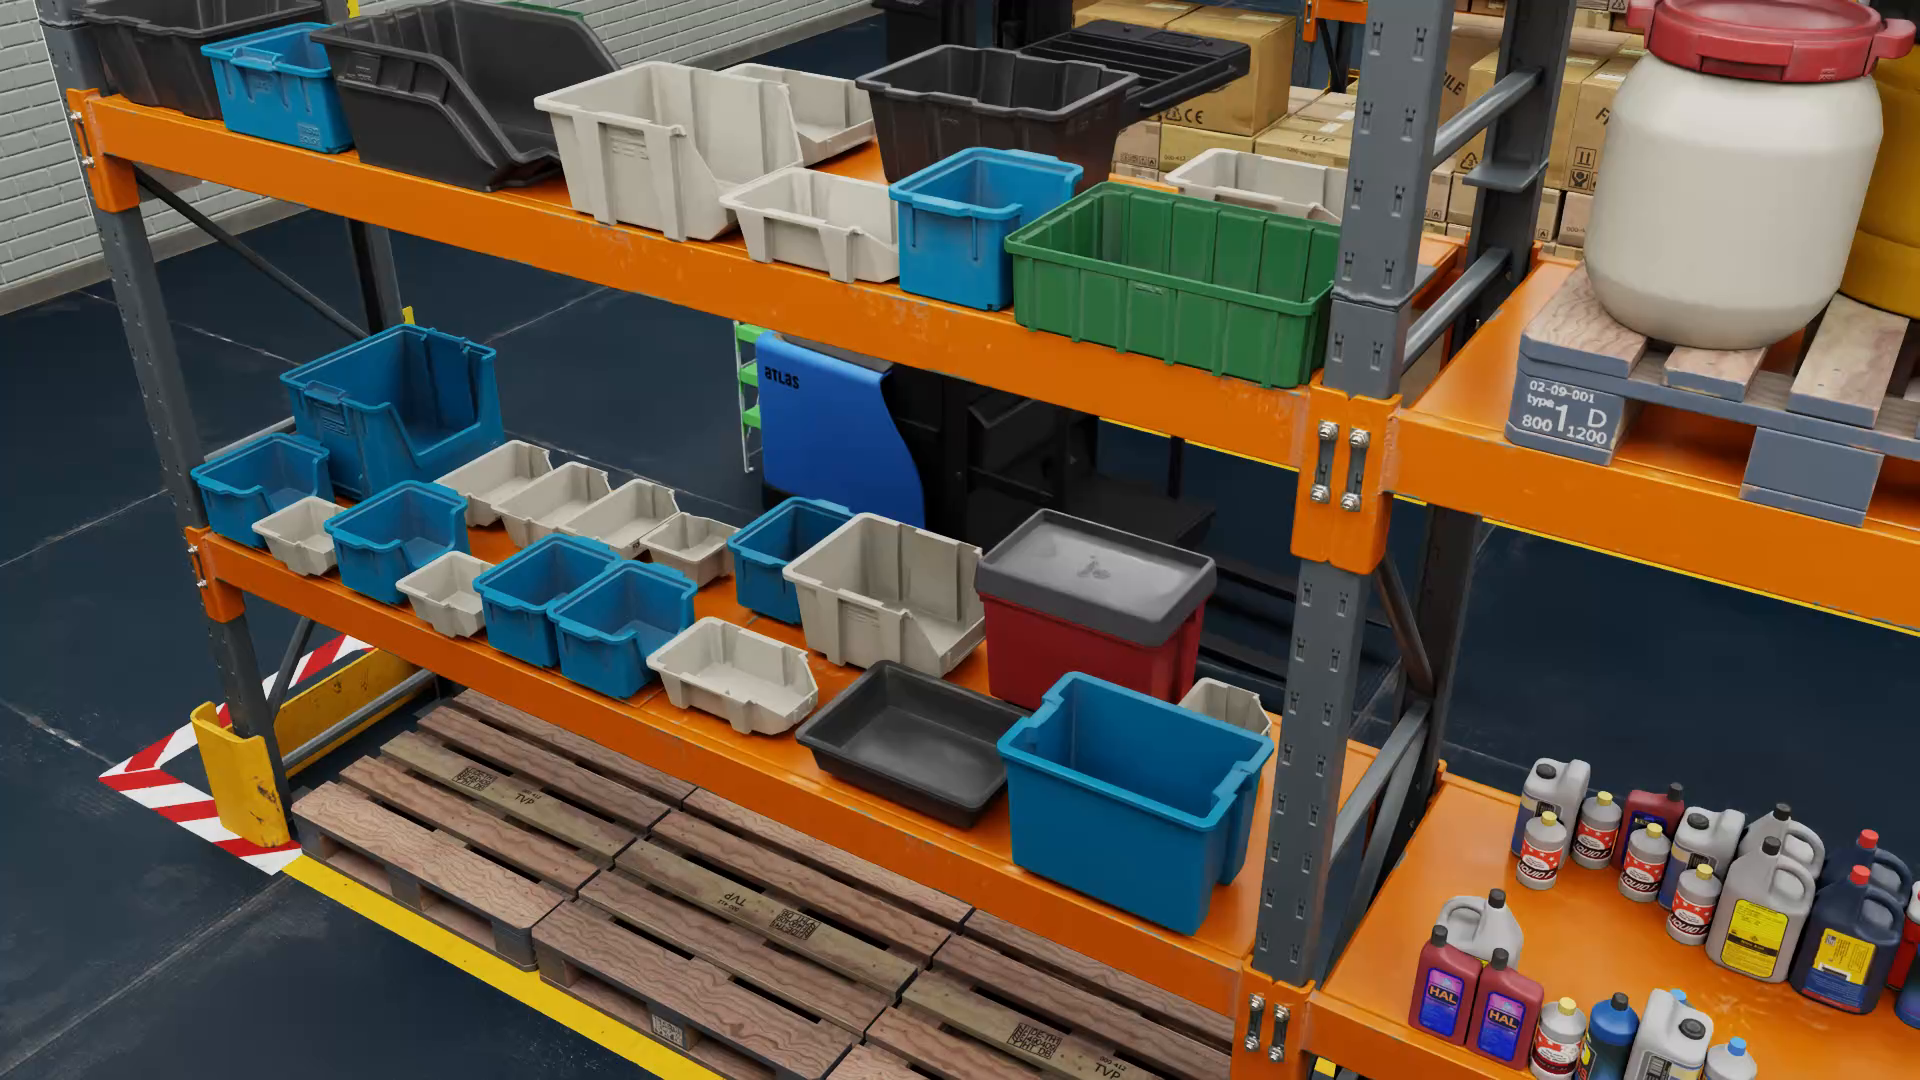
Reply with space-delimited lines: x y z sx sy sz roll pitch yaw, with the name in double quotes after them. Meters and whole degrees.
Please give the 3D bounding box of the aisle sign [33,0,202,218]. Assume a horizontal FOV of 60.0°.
-2.607 -1.431 5.147 0.004 0.787 0.394 18 35 27 "aisle sign"

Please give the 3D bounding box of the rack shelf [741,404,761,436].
-0.877 -0.592 8.676 0.480 0.148 0.258 21 36 31 "rack shelf"

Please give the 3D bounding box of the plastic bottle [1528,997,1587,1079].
1.304 1.081 3.618 0.097 0.201 0.097 0 30 0 "plastic bottle"

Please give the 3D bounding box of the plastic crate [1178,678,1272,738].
0.682 0.558 4.519 0.243 0.136 0.396 18 35 27 "plastic crate"

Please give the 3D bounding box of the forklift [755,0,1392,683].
0.507 -1.042 7.127 3.031 2.935 1.130 21 36 31 "forklift"

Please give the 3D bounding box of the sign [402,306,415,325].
-2.109 -0.726 6.355 0.005 0.325 0.100 18 35 27 "sign"

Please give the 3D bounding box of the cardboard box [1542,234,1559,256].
2.765 -1.429 7.973 0.250 0.149 0.380 17 34 27 "cardboard box"

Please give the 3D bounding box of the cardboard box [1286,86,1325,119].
1.657 -2.305 9.077 0.500 0.250 0.500 16 34 26 "cardboard box"

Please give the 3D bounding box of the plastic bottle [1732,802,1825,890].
1.952 0.784 3.979 0.185 0.351 0.144 18 35 27 "plastic bottle"

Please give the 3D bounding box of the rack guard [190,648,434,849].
-2.415 0.663 6.618 0.348 0.500 1.175 18 35 27 "rack guard"

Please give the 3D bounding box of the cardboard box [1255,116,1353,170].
1.820 -1.940 8.452 0.500 0.250 0.500 17 34 26 "cardboard box"

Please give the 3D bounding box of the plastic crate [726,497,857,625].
-0.512 0.071 5.258 0.300 0.233 0.416 18 35 27 "plastic crate"

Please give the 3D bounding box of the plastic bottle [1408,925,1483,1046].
1.084 0.986 3.698 0.133 0.283 0.061 18 35 27 "plastic bottle"

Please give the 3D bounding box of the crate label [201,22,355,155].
-1.778 -1.262 4.608 0.502 0.251 0.408 18 35 27 "crate label"

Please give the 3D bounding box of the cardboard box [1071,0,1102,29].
0.797 -2.899 9.352 0.500 0.500 0.500 18 35 28 "cardboard box"

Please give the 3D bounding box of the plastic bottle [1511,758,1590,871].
1.506 0.677 4.236 0.135 0.276 0.152 18 35 27 "plastic bottle"

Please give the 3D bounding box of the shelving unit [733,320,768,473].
-0.877 -0.854 8.523 0.503 1.200 0.258 21 36 31 "shelving unit"

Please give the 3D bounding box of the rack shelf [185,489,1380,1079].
-0.694 0.431 5.249 4.000 0.370 1.077 18 35 27 "rack shelf"

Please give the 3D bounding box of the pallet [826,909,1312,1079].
0.356 1.680 5.161 1.213 0.211 1.003 18 35 27 "pallet"

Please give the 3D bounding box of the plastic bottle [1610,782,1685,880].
1.726 0.716 4.161 0.133 0.283 0.061 18 35 27 "plastic bottle"

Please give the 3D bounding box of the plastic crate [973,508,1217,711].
0.377 0.256 4.712 0.583 0.464 0.402 18 35 27 "plastic crate"

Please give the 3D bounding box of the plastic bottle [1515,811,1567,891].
1.455 0.767 4.155 0.097 0.201 0.097 0 30 0 "plastic bottle"

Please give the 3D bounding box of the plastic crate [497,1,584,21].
-1.401 -1.478 5.040 0.336 0.188 0.450 18 35 27 "plastic crate"

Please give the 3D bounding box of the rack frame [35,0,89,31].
-2.388 -3.007 4.474 0.127 3.000 1.000 18 35 27 "rack frame"

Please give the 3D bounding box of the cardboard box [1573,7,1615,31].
4.627 -3.804 12.044 0.250 0.149 0.380 18 35 28 "cardboard box"

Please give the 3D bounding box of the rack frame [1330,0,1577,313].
1.000 -1.936 2.638 0.127 3.000 1.000 18 35 27 "rack frame"

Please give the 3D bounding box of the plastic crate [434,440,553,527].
-1.601 -0.187 5.796 0.243 0.136 0.396 18 35 27 "plastic crate"

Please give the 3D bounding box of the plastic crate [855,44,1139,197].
0.094 -1.033 4.197 0.590 0.269 0.497 18 35 27 "plastic crate"

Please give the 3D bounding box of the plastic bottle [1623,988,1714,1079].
1.499 1.094 3.521 0.135 0.276 0.152 18 35 27 "plastic bottle"

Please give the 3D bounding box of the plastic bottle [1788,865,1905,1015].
2.032 0.895 3.789 0.185 0.351 0.144 18 35 27 "plastic bottle"

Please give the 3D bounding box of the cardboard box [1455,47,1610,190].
2.679 -1.991 7.795 0.500 0.500 0.500 18 35 28 "cardboard box"

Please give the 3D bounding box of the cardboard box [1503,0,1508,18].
4.208 -3.967 12.322 0.250 0.149 0.380 17 34 26 "cardboard box"

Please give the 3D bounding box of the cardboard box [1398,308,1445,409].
2.354 -1.174 8.977 0.875 0.875 0.875 18 35 27 "cardboard box"

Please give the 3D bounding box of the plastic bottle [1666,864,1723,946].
1.764 0.865 3.987 0.097 0.201 0.097 0 30 0 "plastic bottle"

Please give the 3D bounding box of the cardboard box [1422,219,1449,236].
2.329 -1.567 8.209 0.250 0.149 0.380 18 35 28 "cardboard box"

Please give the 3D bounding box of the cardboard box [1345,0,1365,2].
3.068 -4.284 12.867 0.250 0.149 0.380 17 34 27 "cardboard box"

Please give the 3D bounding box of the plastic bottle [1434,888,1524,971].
1.160 0.920 3.745 0.185 0.351 0.144 18 35 27 "plastic bottle"

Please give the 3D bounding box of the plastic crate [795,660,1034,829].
-0.091 0.563 4.521 0.590 0.125 0.437 18 35 27 "plastic crate"

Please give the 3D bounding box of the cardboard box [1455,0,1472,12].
3.797 -4.128 12.599 0.250 0.149 0.380 19 35 30 "cardboard box"

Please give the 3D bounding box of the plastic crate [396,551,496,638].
-1.552 0.182 5.164 0.298 0.136 0.250 18 35 27 "plastic crate"

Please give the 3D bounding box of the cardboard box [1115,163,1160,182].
1.027 -1.979 8.916 0.250 0.149 0.380 17 34 27 "cardboard box"

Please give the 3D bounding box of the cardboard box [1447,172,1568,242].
2.680 -1.666 7.982 0.500 0.250 0.500 19 35 29 "cardboard box"

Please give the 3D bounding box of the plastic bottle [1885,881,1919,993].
2.242 0.910 3.837 0.135 0.276 0.152 18 35 27 "plastic bottle"

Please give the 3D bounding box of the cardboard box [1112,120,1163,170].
0.952 -2.213 8.921 0.500 0.250 0.500 17 34 27 "cardboard box"

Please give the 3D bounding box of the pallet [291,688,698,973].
-1.710 1.026 6.282 1.213 0.211 1.003 18 35 27 "pallet"

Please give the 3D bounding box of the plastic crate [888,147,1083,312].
0.059 -0.675 3.620 0.300 0.233 0.416 18 35 27 "plastic crate"

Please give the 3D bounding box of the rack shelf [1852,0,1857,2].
5.327 -1.907 6.280 4.000 0.370 1.077 18 35 27 "rack shelf"

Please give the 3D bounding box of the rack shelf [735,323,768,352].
-0.877 -1.006 8.434 0.480 0.148 0.258 21 36 31 "rack shelf"

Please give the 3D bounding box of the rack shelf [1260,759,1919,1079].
2.694 1.502 3.412 4.000 0.370 1.077 18 35 27 "rack shelf"

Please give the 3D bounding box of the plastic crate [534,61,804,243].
-0.675 -0.935 4.017 0.530 0.282 0.437 18 35 27 "plastic crate"

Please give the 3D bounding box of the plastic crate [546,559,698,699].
-0.985 0.270 4.917 0.300 0.233 0.416 18 35 27 "plastic crate"

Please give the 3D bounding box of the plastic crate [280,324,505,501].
-2.005 -0.447 5.945 0.499 0.435 0.616 18 35 27 "plastic crate"

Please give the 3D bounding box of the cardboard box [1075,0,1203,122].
0.932 -2.540 8.736 0.500 0.500 0.500 17 34 26 "cardboard box"

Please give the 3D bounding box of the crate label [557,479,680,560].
-1.114 -0.039 5.542 0.243 0.136 0.396 18 35 27 "crate label"

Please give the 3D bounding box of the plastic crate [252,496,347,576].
-2.126 0.000 5.475 0.298 0.136 0.250 18 35 27 "plastic crate"

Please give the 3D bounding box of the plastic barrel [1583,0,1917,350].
1.312 -0.632 2.828 0.433 0.535 0.433 0 30 0 "plastic barrel"

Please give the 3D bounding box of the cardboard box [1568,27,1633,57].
2.950 -2.219 8.186 0.500 0.500 0.500 18 35 27 "cardboard box"

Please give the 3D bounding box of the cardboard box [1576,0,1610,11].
4.511 -4.150 11.993 0.500 0.500 0.500 17 34 26 "cardboard box"
